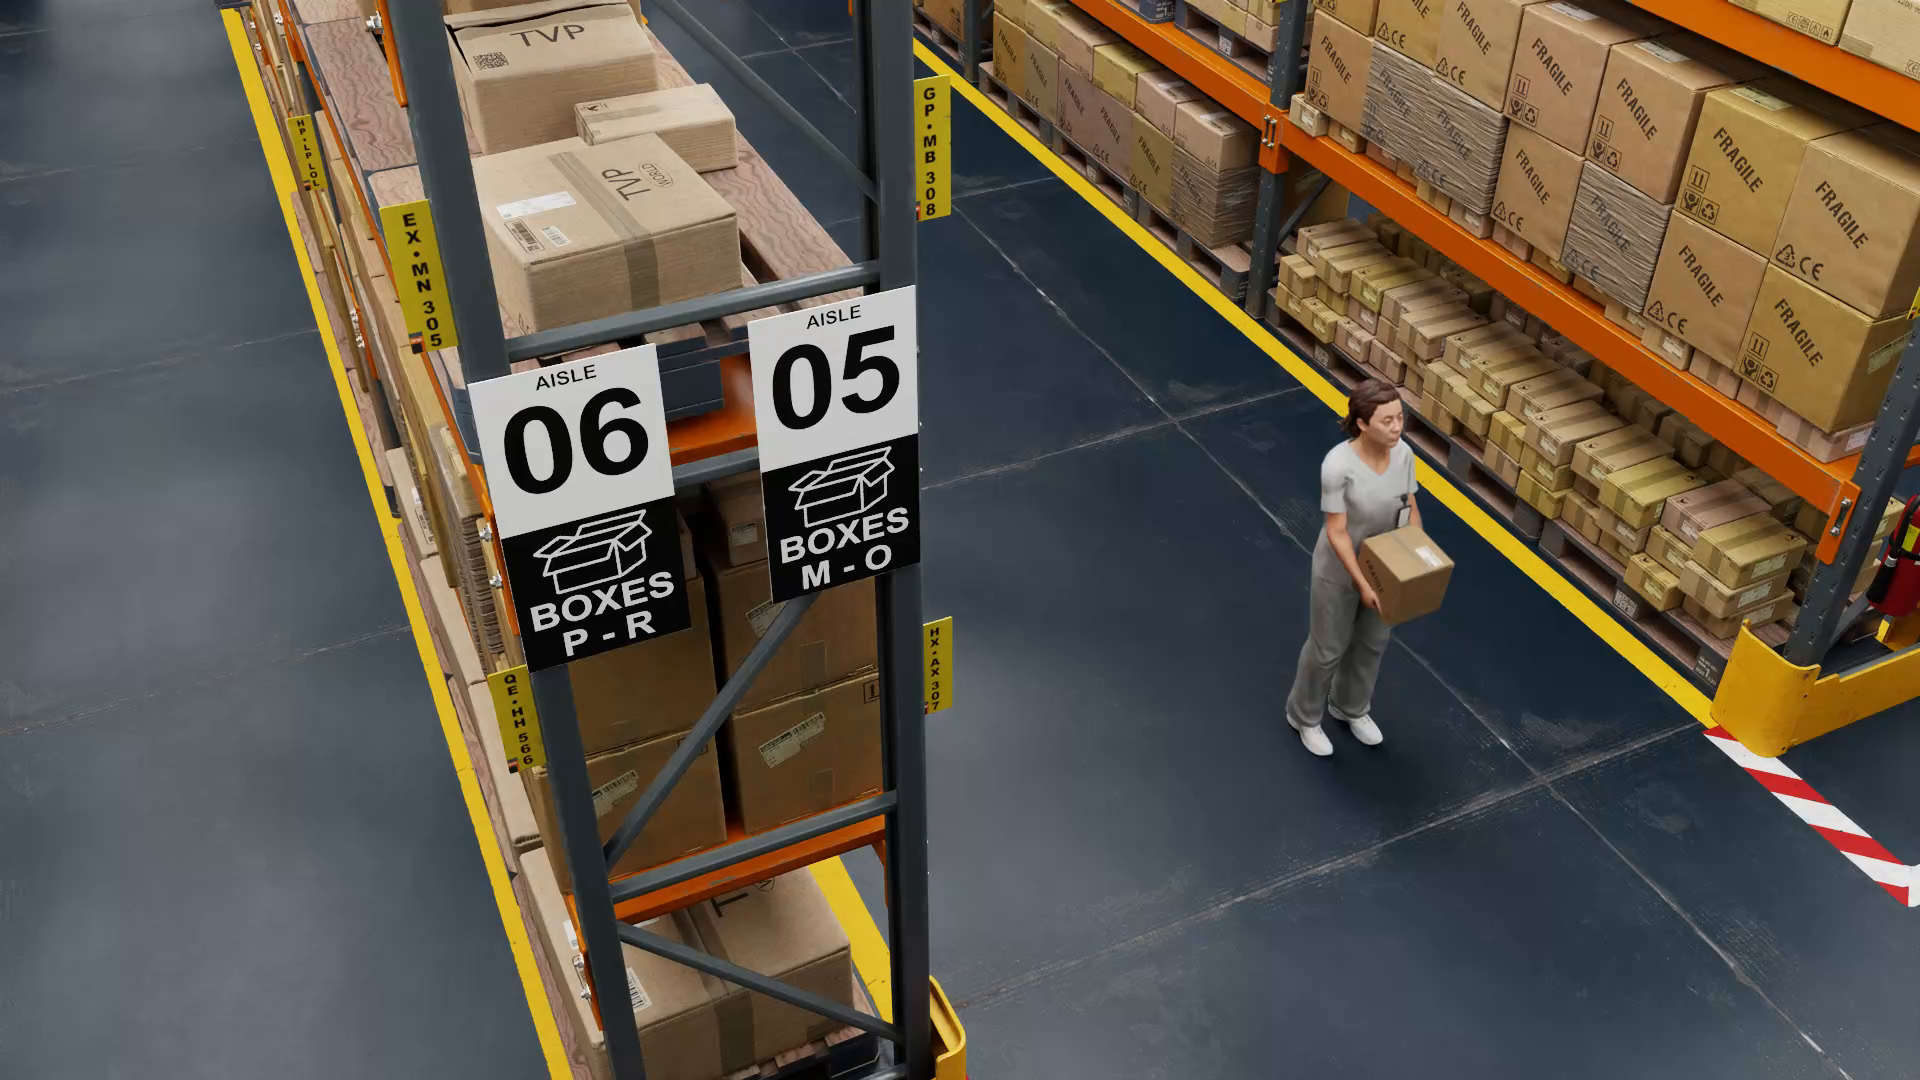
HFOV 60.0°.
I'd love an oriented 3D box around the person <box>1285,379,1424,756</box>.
[{"bbox_3d":[1.627,0.148,6.663,0.444,1.671,0.547,-16,40,-20],"label":"person"}]
